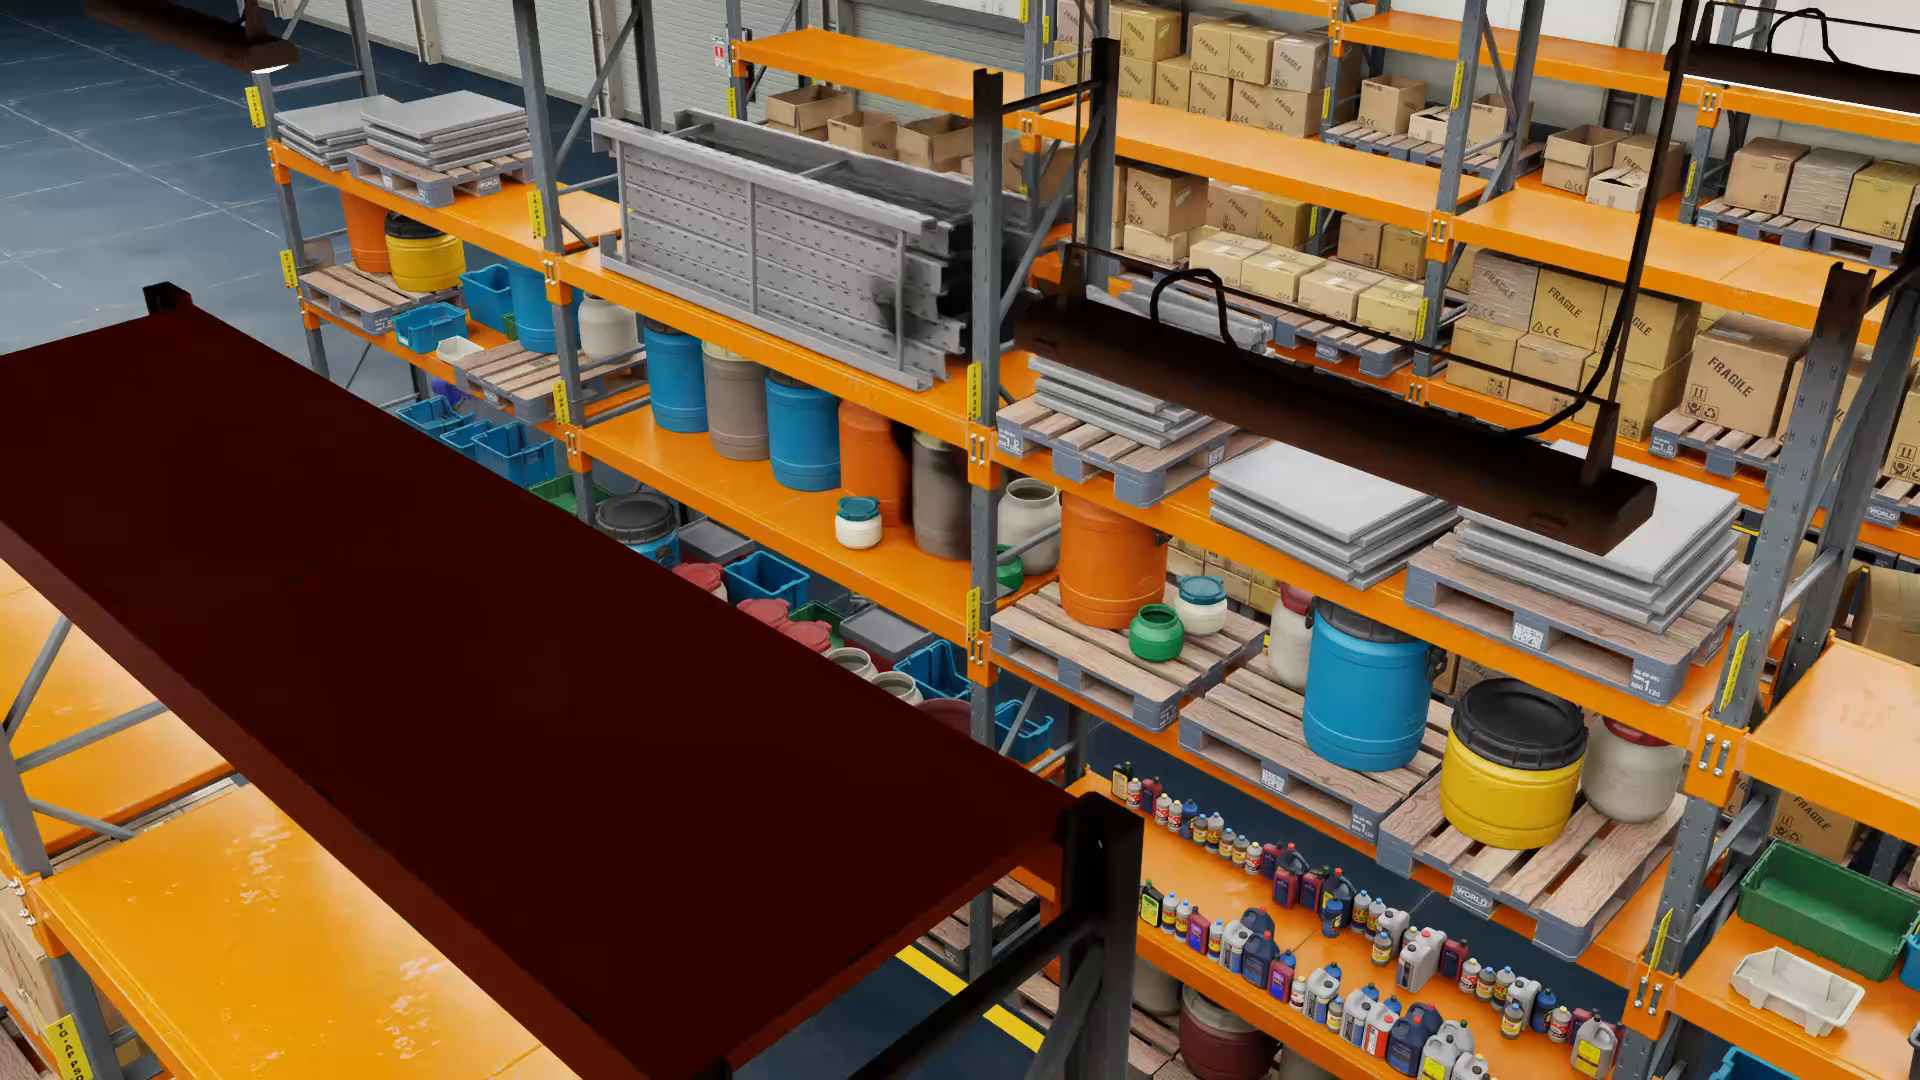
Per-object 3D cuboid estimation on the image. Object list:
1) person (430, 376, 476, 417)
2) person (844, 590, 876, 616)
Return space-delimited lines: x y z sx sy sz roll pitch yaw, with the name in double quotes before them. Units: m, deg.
"person" -5.026 -1.193 16.756 0.847 1.664 0.594 5 30 8
"person" -0.883 0.007 14.511 0.710 1.749 0.576 16 33 27
